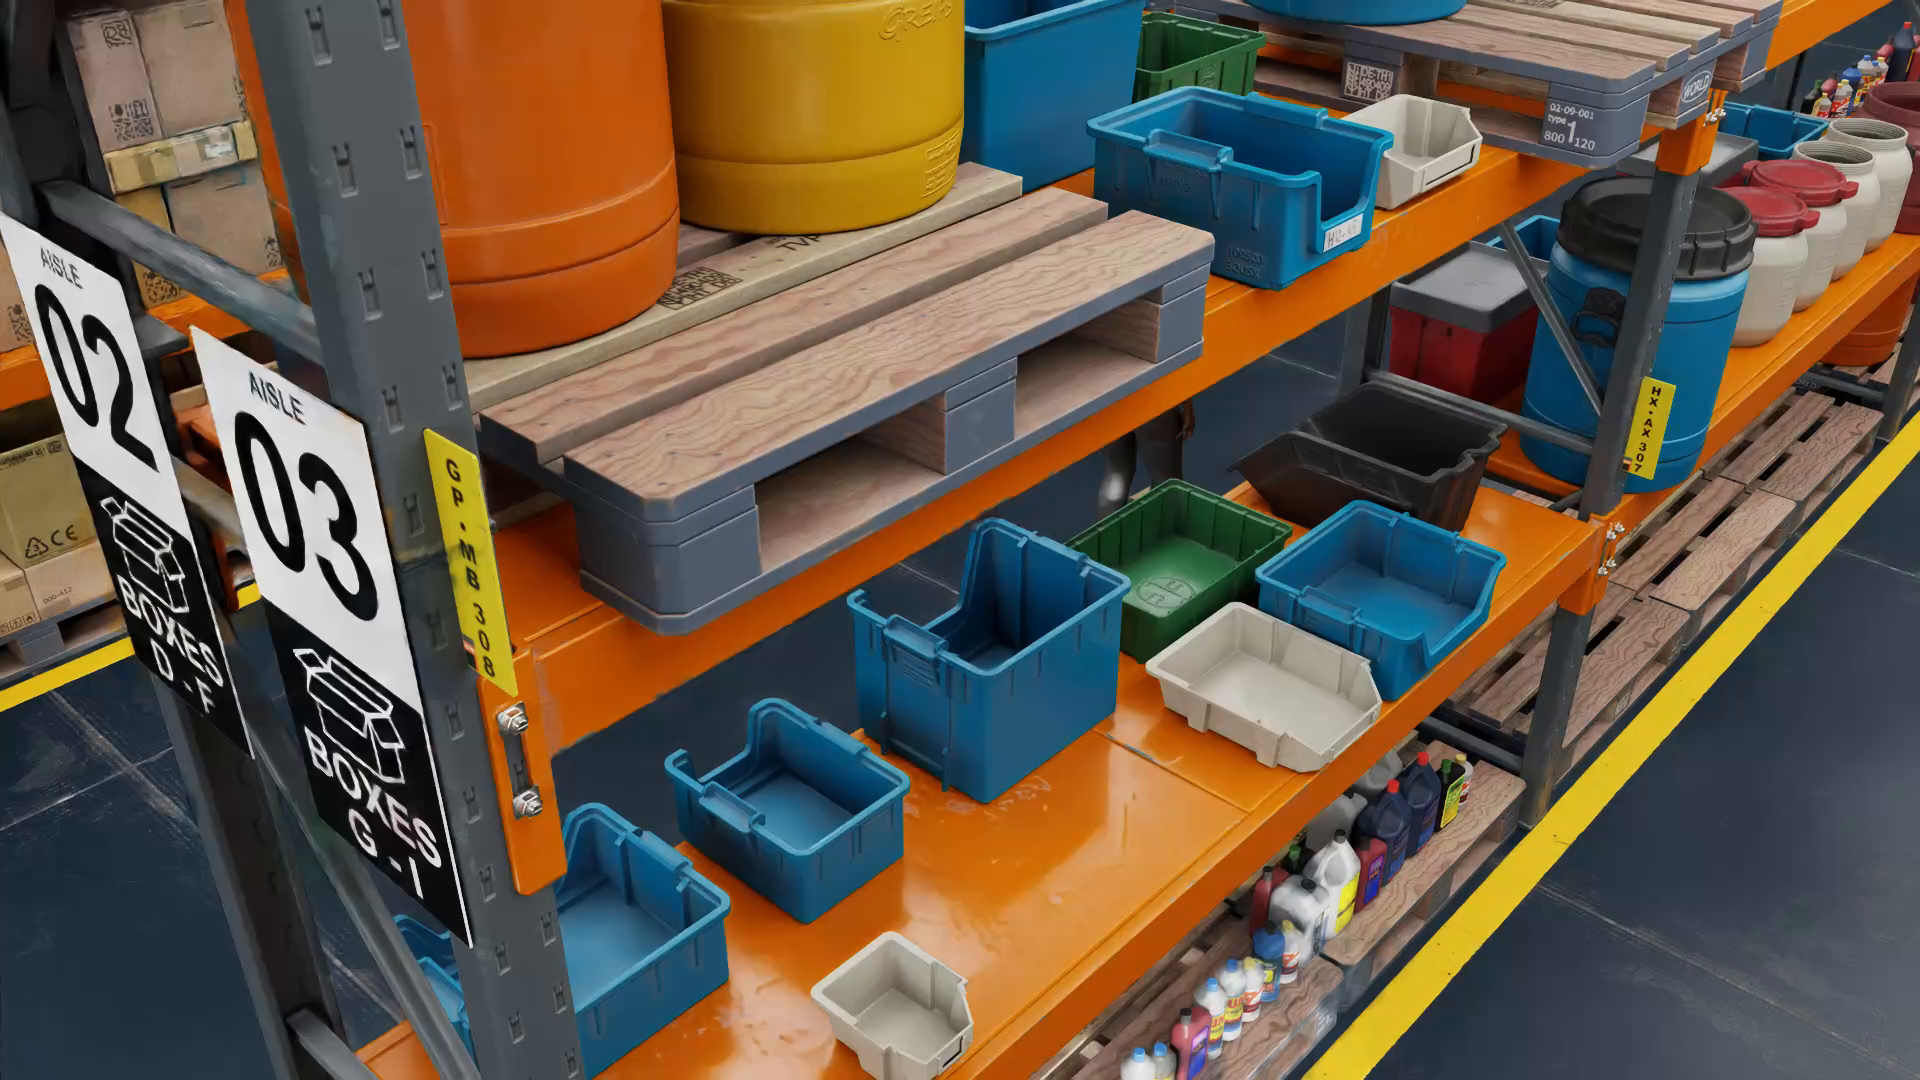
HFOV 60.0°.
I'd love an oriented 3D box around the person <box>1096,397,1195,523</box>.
[{"bbox_3d":[0.788,-0.591,7.105,0.530,1.653,0.352,23,38,32],"label":"person"}]
